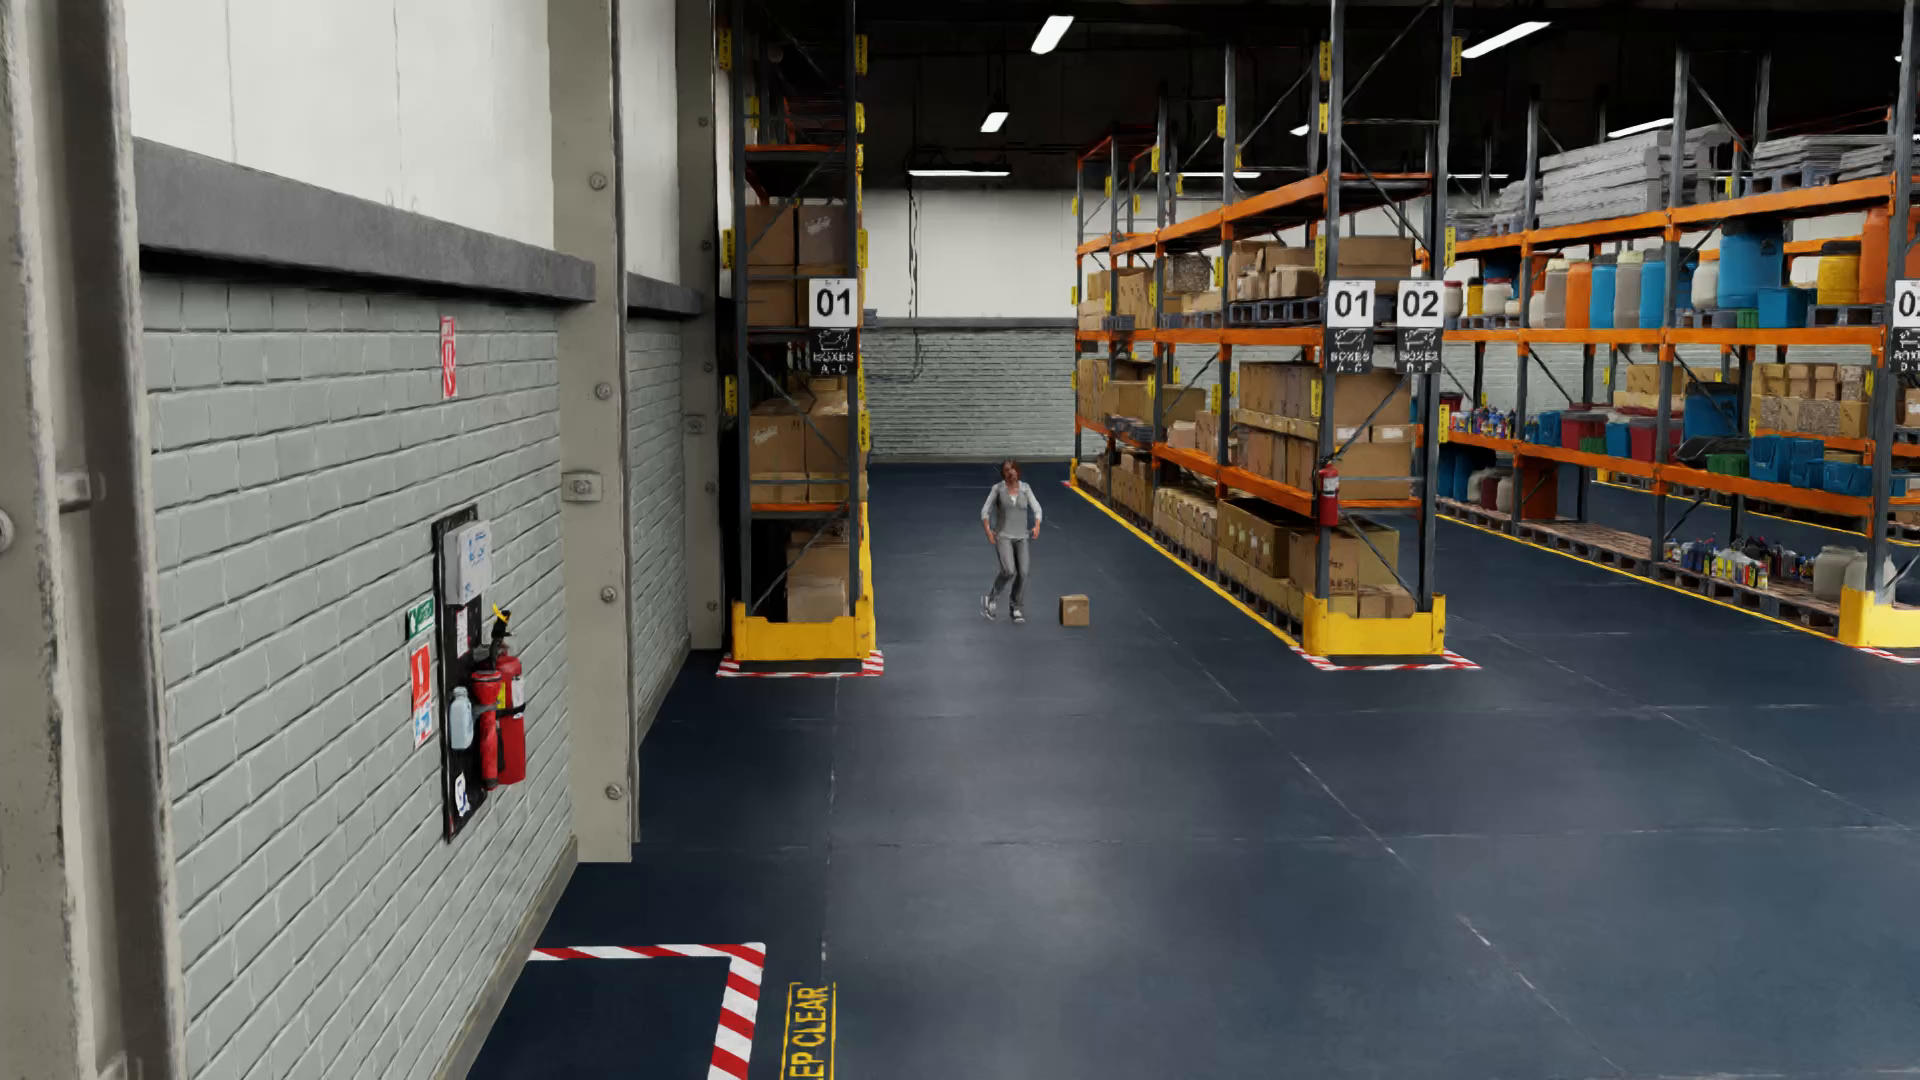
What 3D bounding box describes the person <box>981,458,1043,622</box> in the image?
[{"bbox_3d":[0.529,0.002,15.923,0.579,1.567,0.442,-2,7,-19],"label":"person"}]
